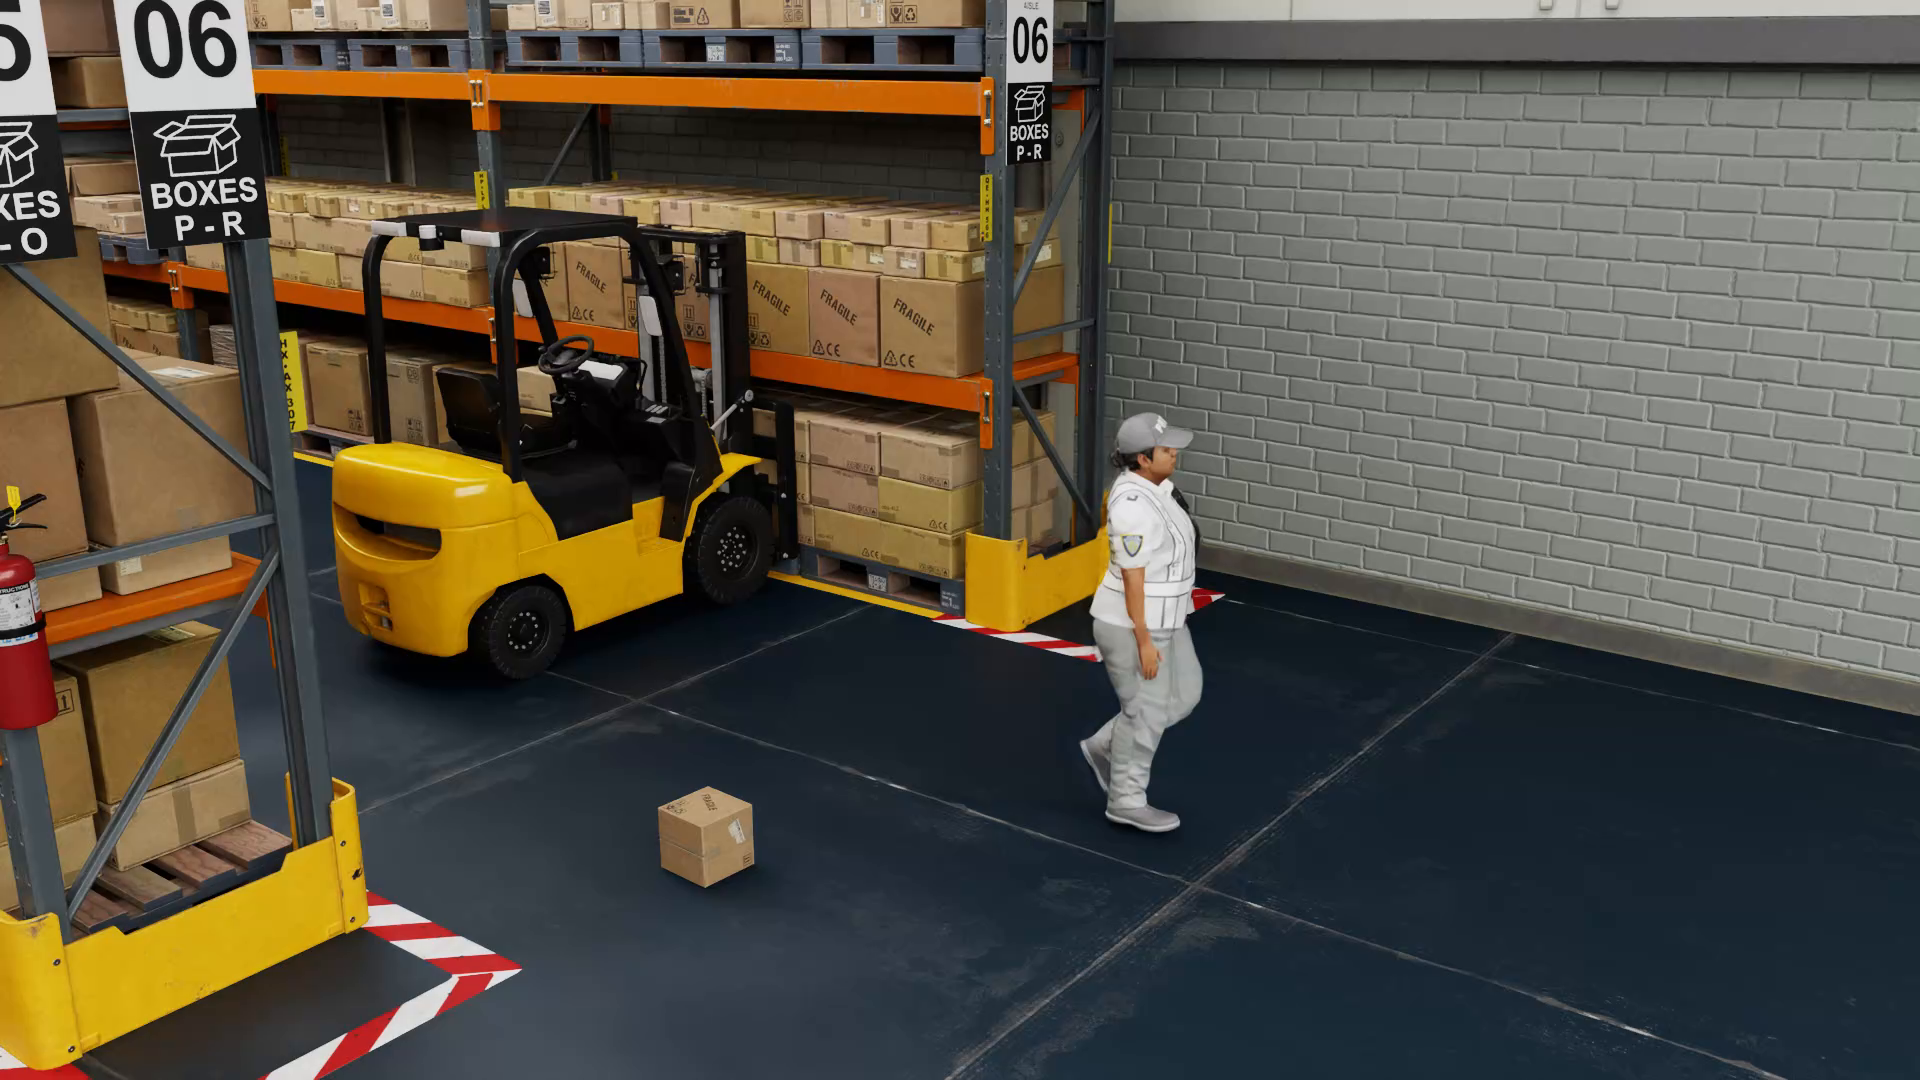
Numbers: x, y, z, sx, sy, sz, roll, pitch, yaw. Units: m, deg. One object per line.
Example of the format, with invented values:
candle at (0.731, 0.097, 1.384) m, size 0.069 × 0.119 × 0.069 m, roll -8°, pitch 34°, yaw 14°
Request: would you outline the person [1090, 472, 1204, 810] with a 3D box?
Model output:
person at (0.706, 0.400, 6.418) m, size 0.437 × 1.357 × 0.452 m, roll 5°, pitch 17°, yaw 15°
